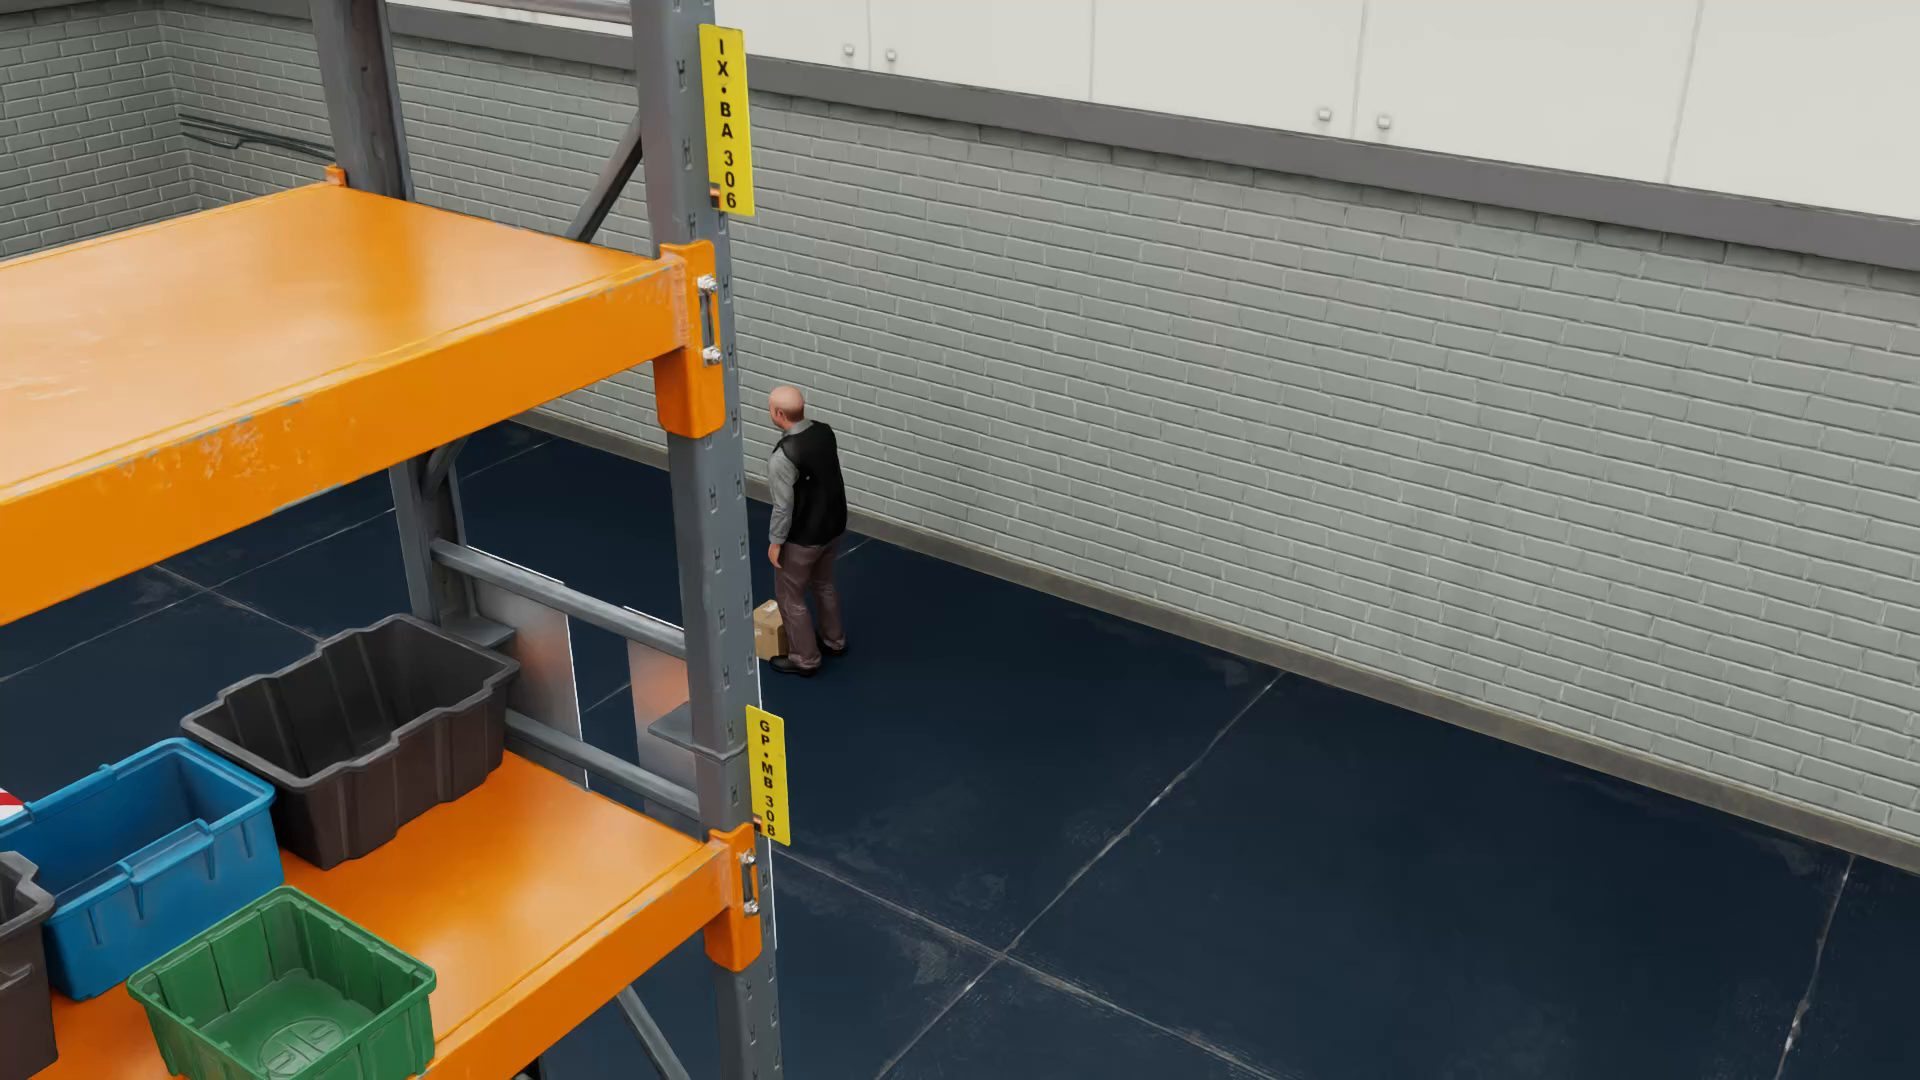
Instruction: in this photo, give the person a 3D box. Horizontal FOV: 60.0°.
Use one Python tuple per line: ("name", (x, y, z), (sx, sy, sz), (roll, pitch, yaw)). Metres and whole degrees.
("person", (-0.854, -0.046, 9.285), (0.423, 1.720, 0.586), (16, 31, 28))
